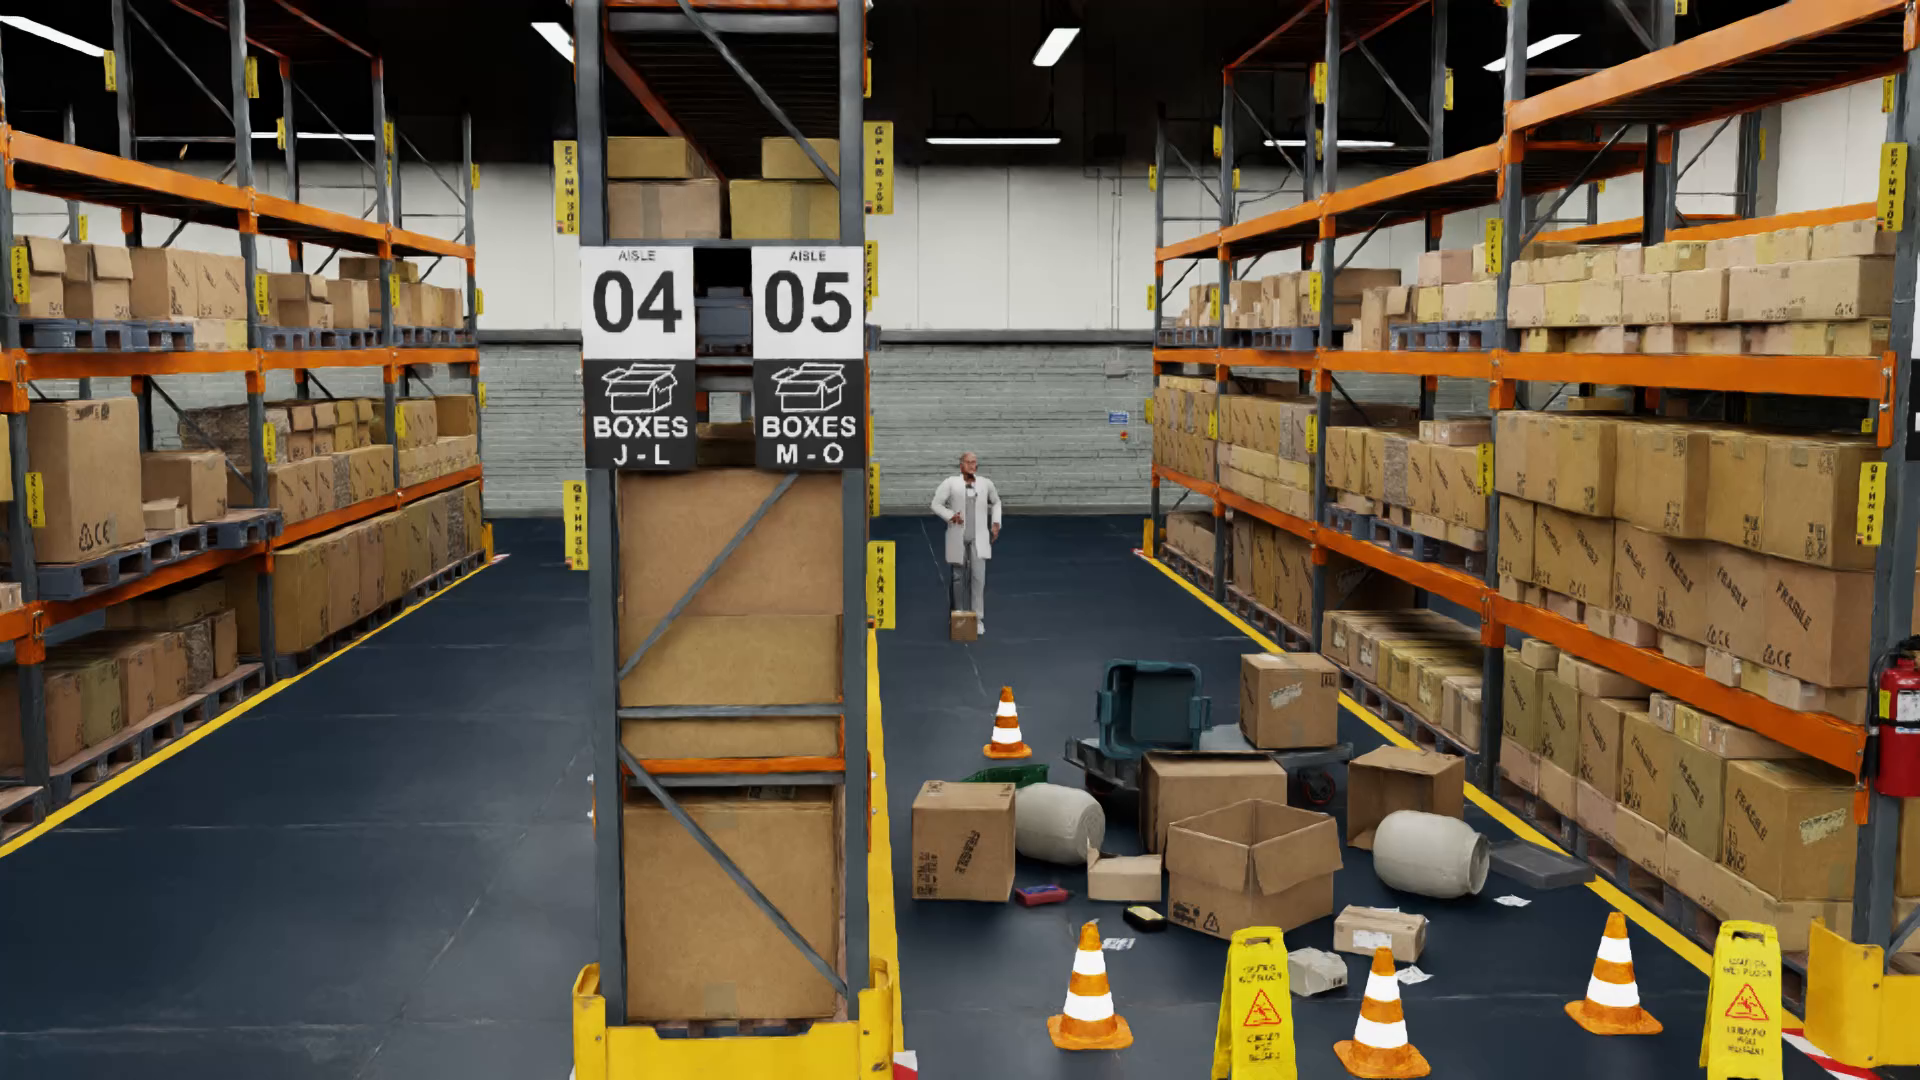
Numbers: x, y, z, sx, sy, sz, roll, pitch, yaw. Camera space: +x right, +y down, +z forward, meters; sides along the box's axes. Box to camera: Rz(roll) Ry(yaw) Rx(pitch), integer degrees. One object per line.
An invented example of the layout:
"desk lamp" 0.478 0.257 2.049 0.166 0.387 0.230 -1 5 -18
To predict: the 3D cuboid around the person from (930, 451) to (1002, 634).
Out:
"person" 0.098 0.011 16.763 0.760 1.790 0.788 -1 7 -8
